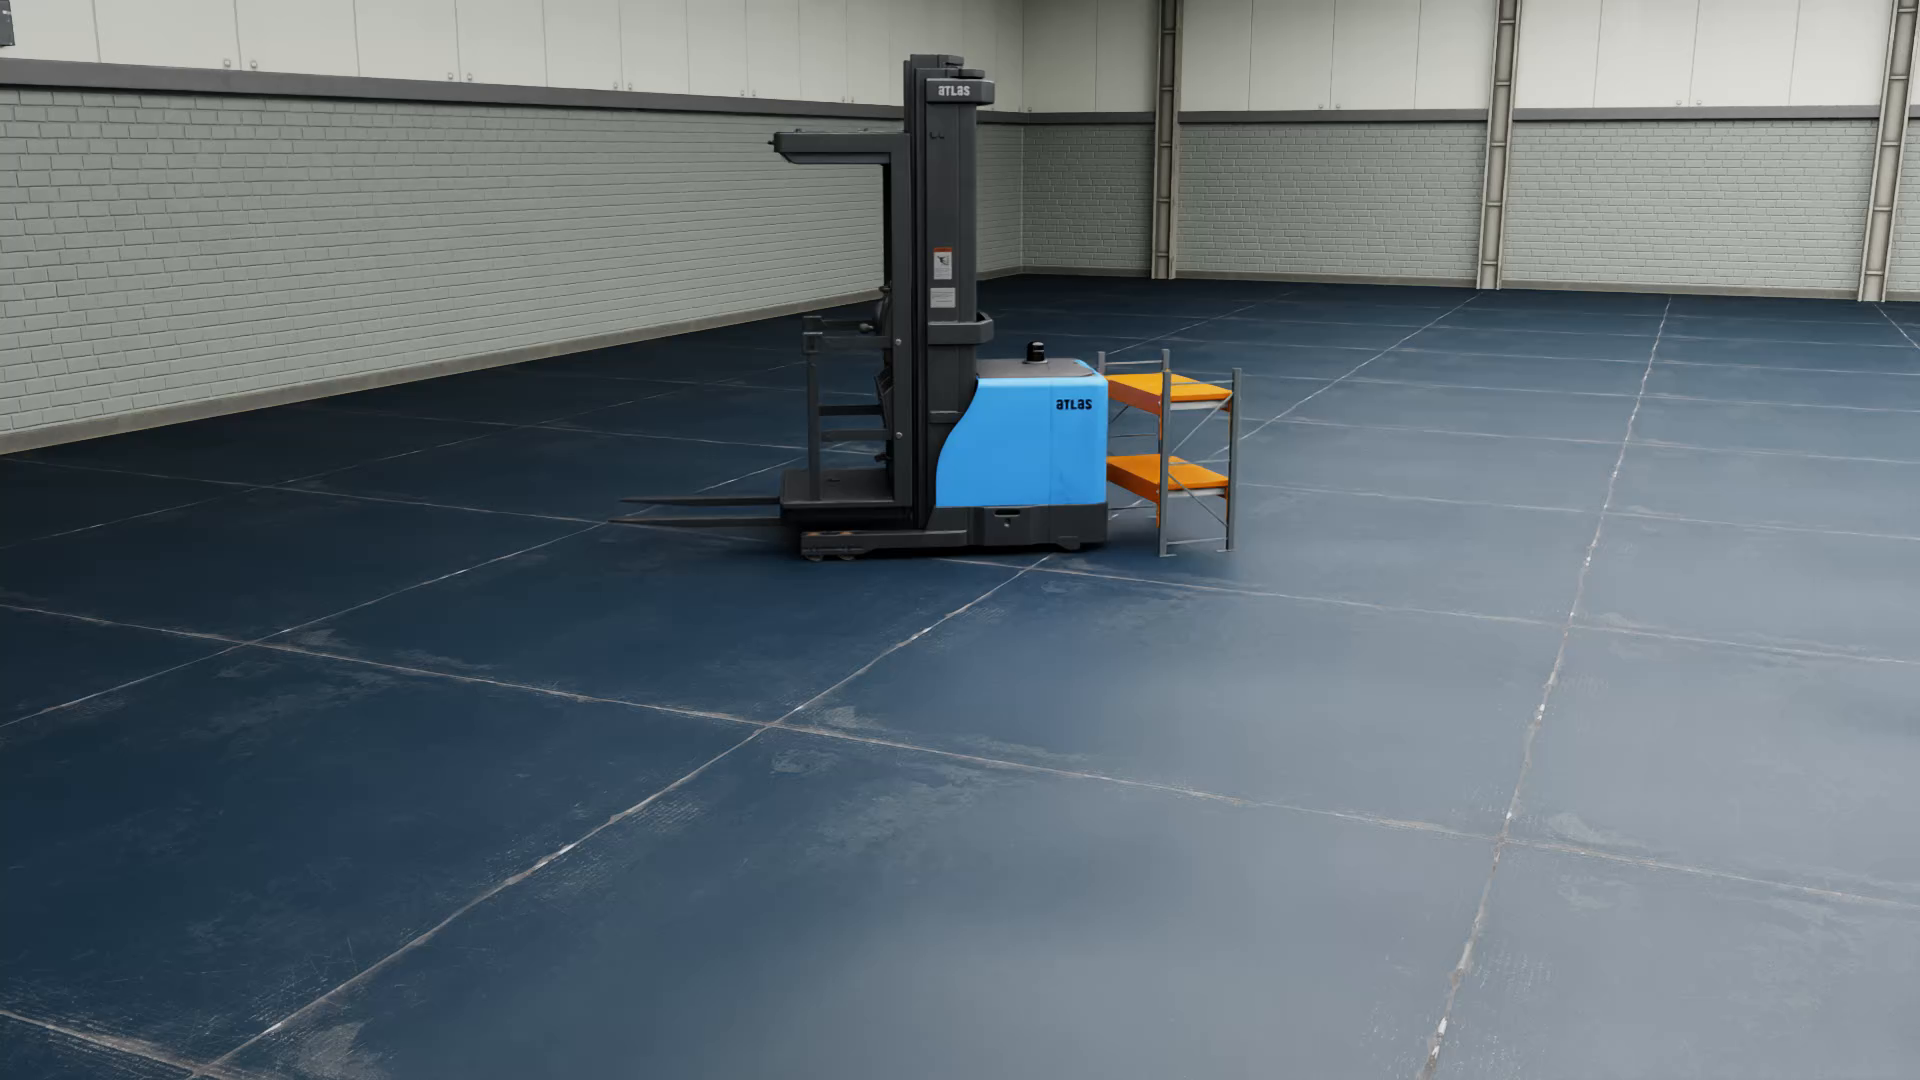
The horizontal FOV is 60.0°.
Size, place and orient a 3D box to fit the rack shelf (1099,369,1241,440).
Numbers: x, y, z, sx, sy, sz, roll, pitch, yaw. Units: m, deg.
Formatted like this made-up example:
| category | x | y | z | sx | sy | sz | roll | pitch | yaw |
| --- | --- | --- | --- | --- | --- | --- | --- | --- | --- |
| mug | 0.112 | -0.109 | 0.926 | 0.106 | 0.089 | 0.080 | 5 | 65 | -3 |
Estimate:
| category | x | y | z | sx | sy | sz | roll | pitch | yaw |
| --- | --- | --- | --- | --- | --- | --- | --- | --- | --- |
| rack shelf | 1.285 | -0.860 | 10.420 | 0.538 | 0.278 | 1.000 | -4 | 14 | -17 |

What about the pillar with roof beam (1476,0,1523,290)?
| category | x | y | z | sx | sy | sz | roll | pitch | yaw |
| --- | --- | --- | --- | --- | --- | --- | --- | --- | --- |
| pillar with roof beam | 7.645 | -7.948 | 24.671 | 0.400 | 9.000 | 9.100 | 6 | 14 | 23 |

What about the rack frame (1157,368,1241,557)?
| category | x | y | z | sx | sy | sz | roll | pitch | yaw |
| --- | --- | --- | --- | --- | --- | --- | --- | --- | --- |
| rack frame | 1.440 | -0.465 | 10.016 | 0.500 | 1.125 | 0.032 | -4 | 14 | -17 |

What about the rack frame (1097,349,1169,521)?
| category | x | y | z | sx | sy | sz | roll | pitch | yaw |
| --- | --- | --- | --- | --- | --- | --- | --- | --- | --- |
| rack frame | 1.129 | -0.686 | 10.958 | 0.500 | 1.125 | 0.032 | -4 | 14 | -17 |

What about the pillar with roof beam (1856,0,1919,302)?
| category | x | y | z | sx | sy | sz | roll | pitch | yaw |
| --- | --- | --- | --- | --- | --- | --- | --- | --- | --- |
| pillar with roof beam | 13.131 | -7.393 | 22.305 | 0.400 | 9.000 | 9.100 | 6 | 14 | 23 |

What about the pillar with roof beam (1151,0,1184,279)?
| category | x | y | z | sx | sy | sz | roll | pitch | yaw |
| --- | --- | --- | --- | --- | --- | --- | --- | --- | --- |
| pillar with roof beam | 2.159 | -8.503 | 27.037 | 0.400 | 9.000 | 9.100 | 6 | 14 | 23 |

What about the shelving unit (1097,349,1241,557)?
| category | x | y | z | sx | sy | sz | roll | pitch | yaw |
| --- | --- | --- | --- | --- | --- | --- | --- | --- | --- |
| shelving unit | 1.285 | -0.575 | 10.487 | 0.538 | 1.125 | 1.048 | -4 | 14 | -17 |

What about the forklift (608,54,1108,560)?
| category | x | y | z | sx | sy | sz | roll | pitch | yaw |
| --- | --- | --- | --- | --- | --- | --- | --- | --- | --- |
| forklift | -0.642 | -1.431 | 10.180 | 3.031 | 2.935 | 1.130 | -1 | 13 | -5 |

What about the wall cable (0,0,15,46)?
| category | x | y | z | sx | sy | sz | roll | pitch | yaw |
| --- | --- | --- | --- | --- | --- | --- | --- | --- | --- |
| wall cable | -7.154 | -7.009 | 13.225 | 0.169 | 6.003 | 2.305 | 6 | 14 | 23 |

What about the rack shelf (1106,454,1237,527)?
| category | x | y | z | sx | sy | sz | roll | pitch | yaw |
| --- | --- | --- | --- | --- | --- | --- | --- | --- | --- |
| rack shelf | 1.285 | -0.337 | 10.543 | 0.538 | 0.278 | 1.000 | -4 | 14 | -17 |
